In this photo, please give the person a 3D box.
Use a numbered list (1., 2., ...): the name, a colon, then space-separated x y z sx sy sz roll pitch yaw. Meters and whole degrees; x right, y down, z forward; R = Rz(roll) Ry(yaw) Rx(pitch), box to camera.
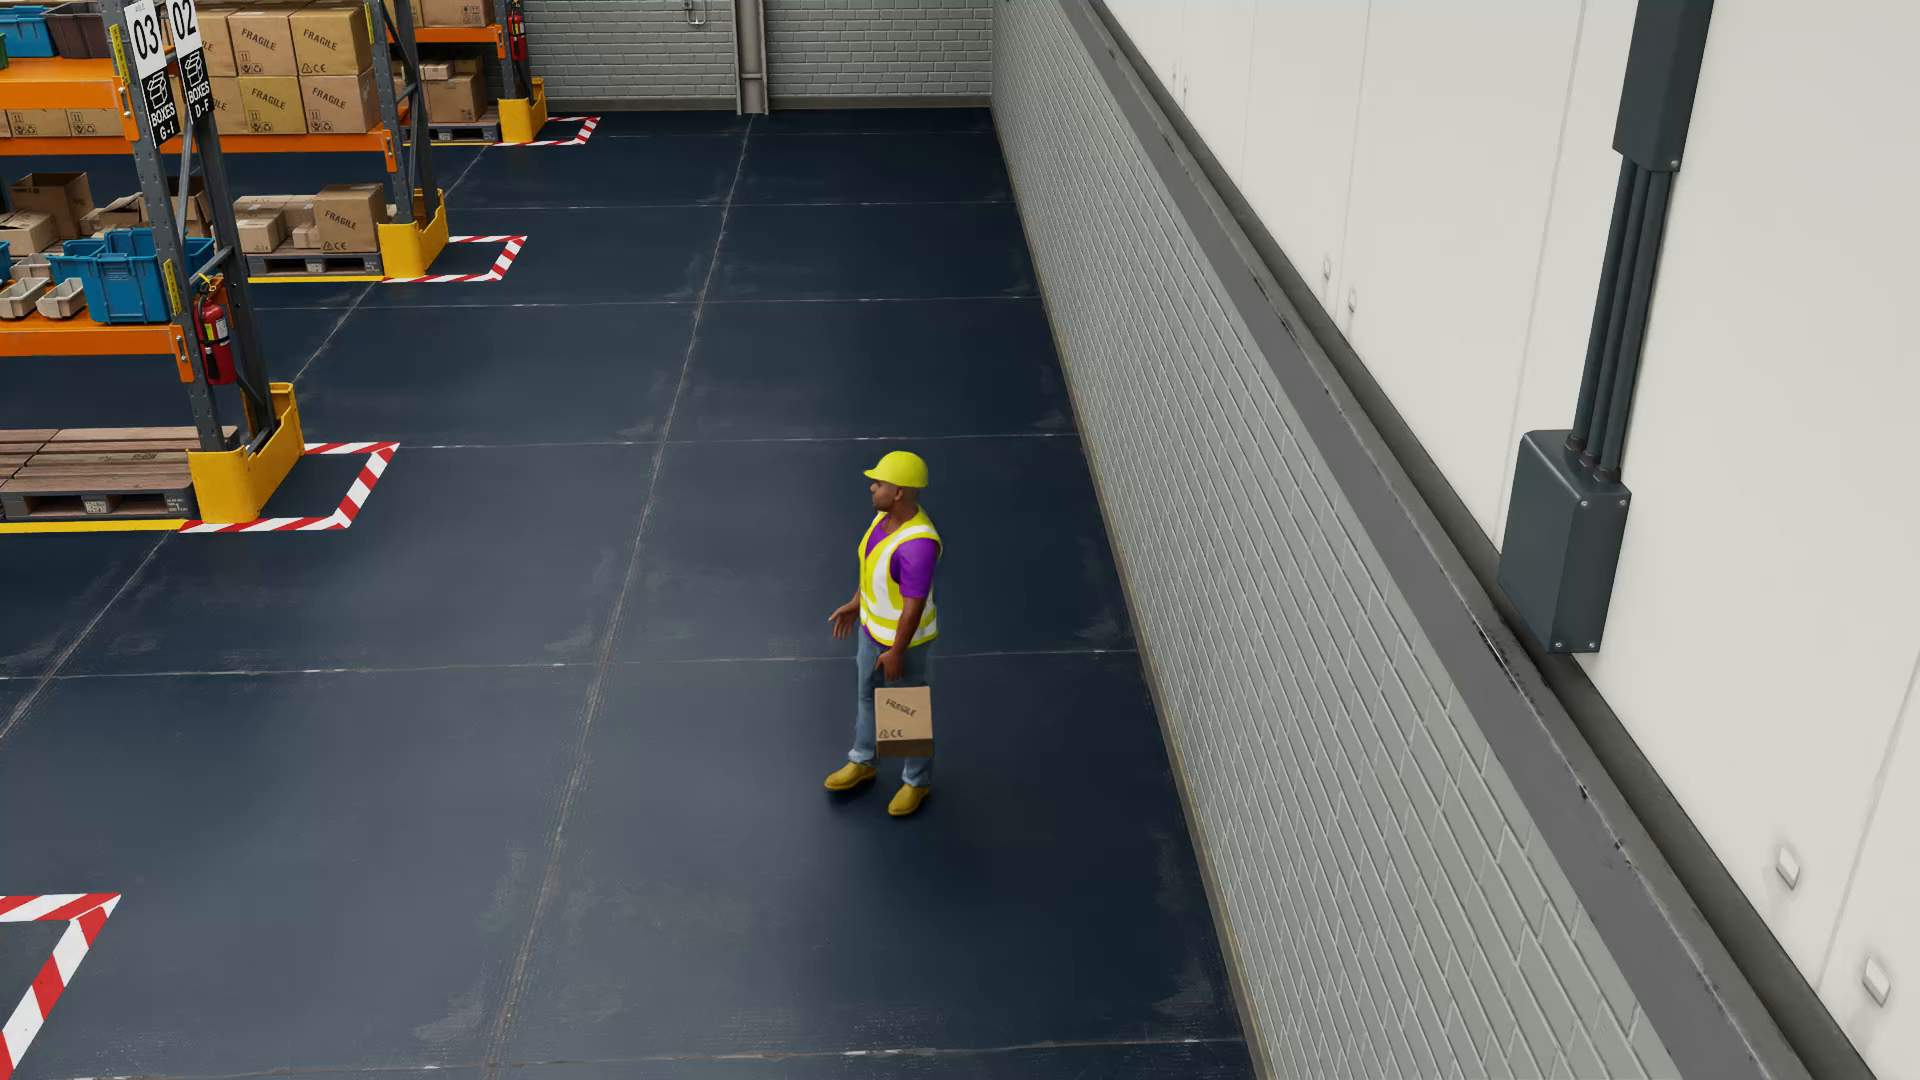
1. person: -0.362 0.442 7.695 0.556 1.767 0.568 -12 30 -22
